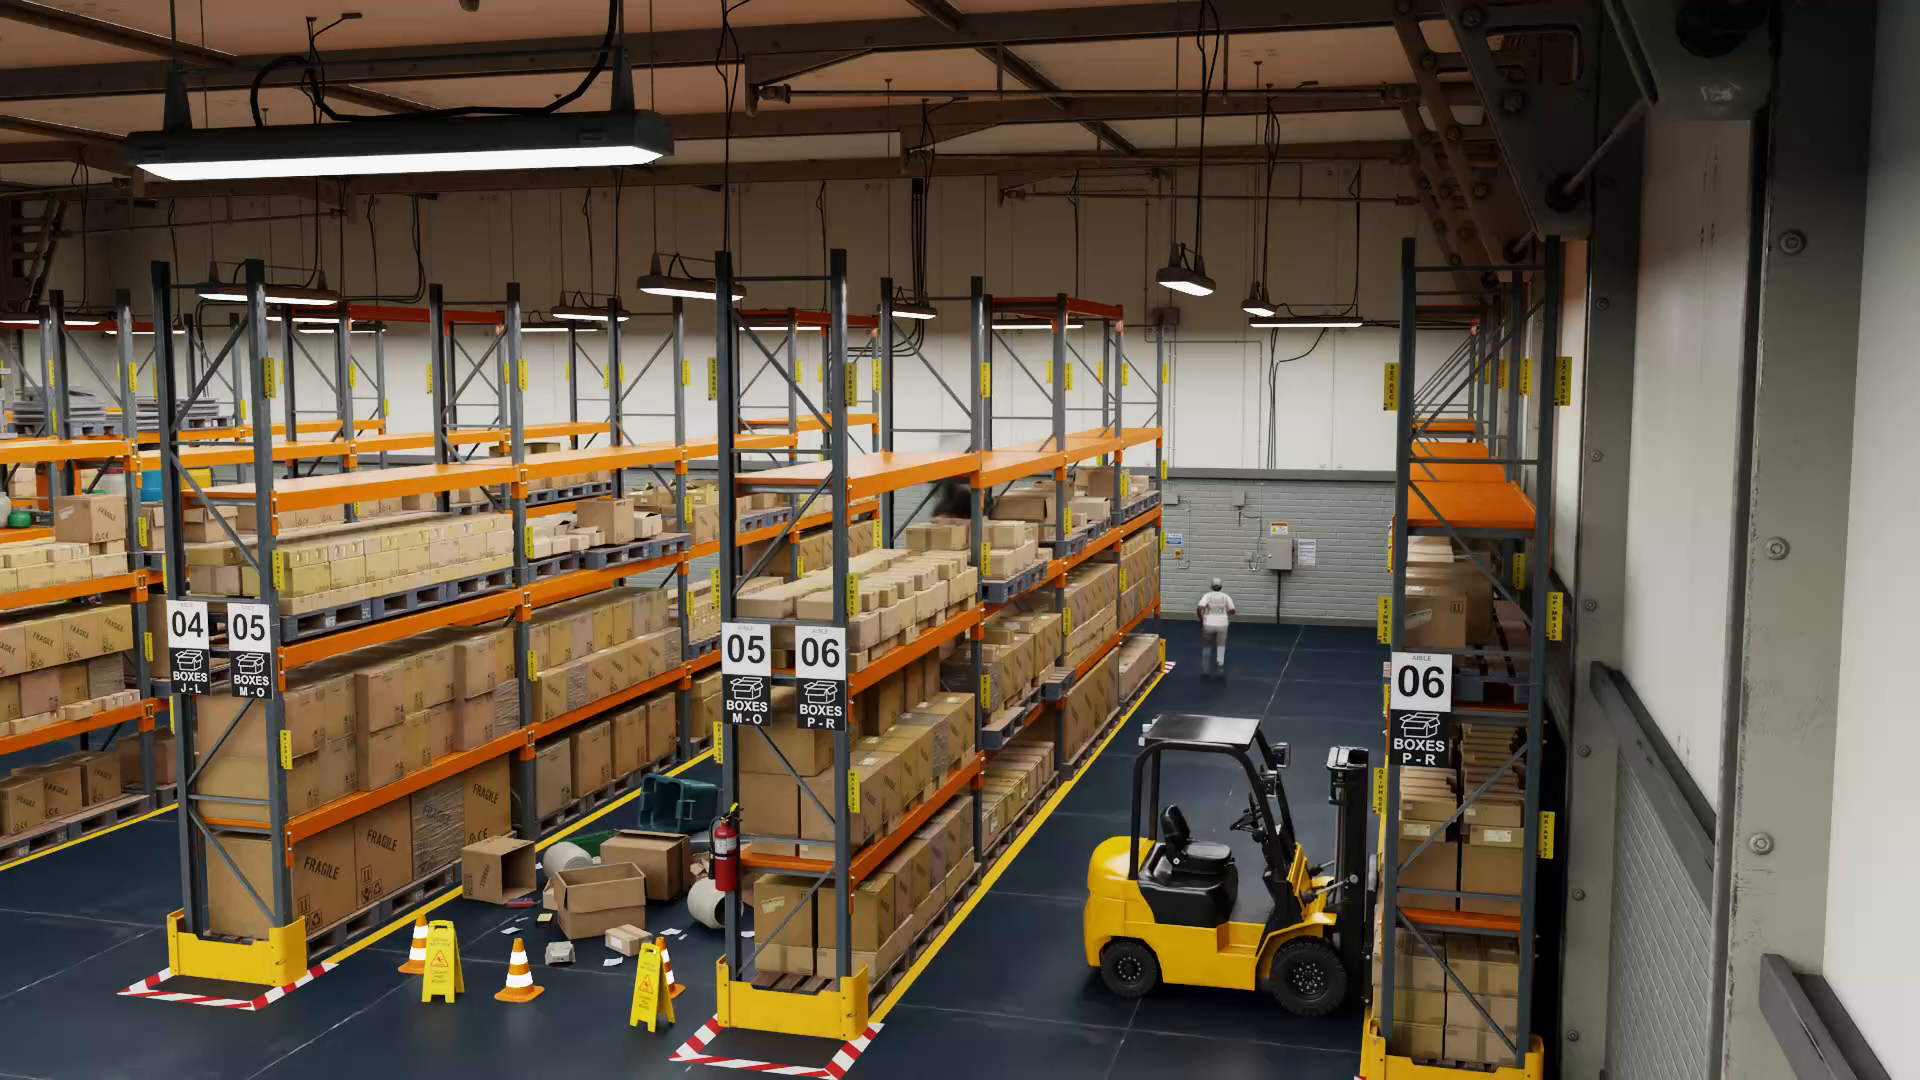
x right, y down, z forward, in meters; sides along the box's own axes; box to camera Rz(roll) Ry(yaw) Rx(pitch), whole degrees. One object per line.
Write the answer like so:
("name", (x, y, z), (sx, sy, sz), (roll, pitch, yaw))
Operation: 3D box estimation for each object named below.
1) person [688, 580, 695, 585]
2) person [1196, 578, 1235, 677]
("person", (-4.349, 1.476, 27.187), (0.572, 1.675, 0.597), (2, 6, 19))
("person", (4.198, 1.447, 27.323), (0.632, 1.659, 0.862), (1, 6, 8))
